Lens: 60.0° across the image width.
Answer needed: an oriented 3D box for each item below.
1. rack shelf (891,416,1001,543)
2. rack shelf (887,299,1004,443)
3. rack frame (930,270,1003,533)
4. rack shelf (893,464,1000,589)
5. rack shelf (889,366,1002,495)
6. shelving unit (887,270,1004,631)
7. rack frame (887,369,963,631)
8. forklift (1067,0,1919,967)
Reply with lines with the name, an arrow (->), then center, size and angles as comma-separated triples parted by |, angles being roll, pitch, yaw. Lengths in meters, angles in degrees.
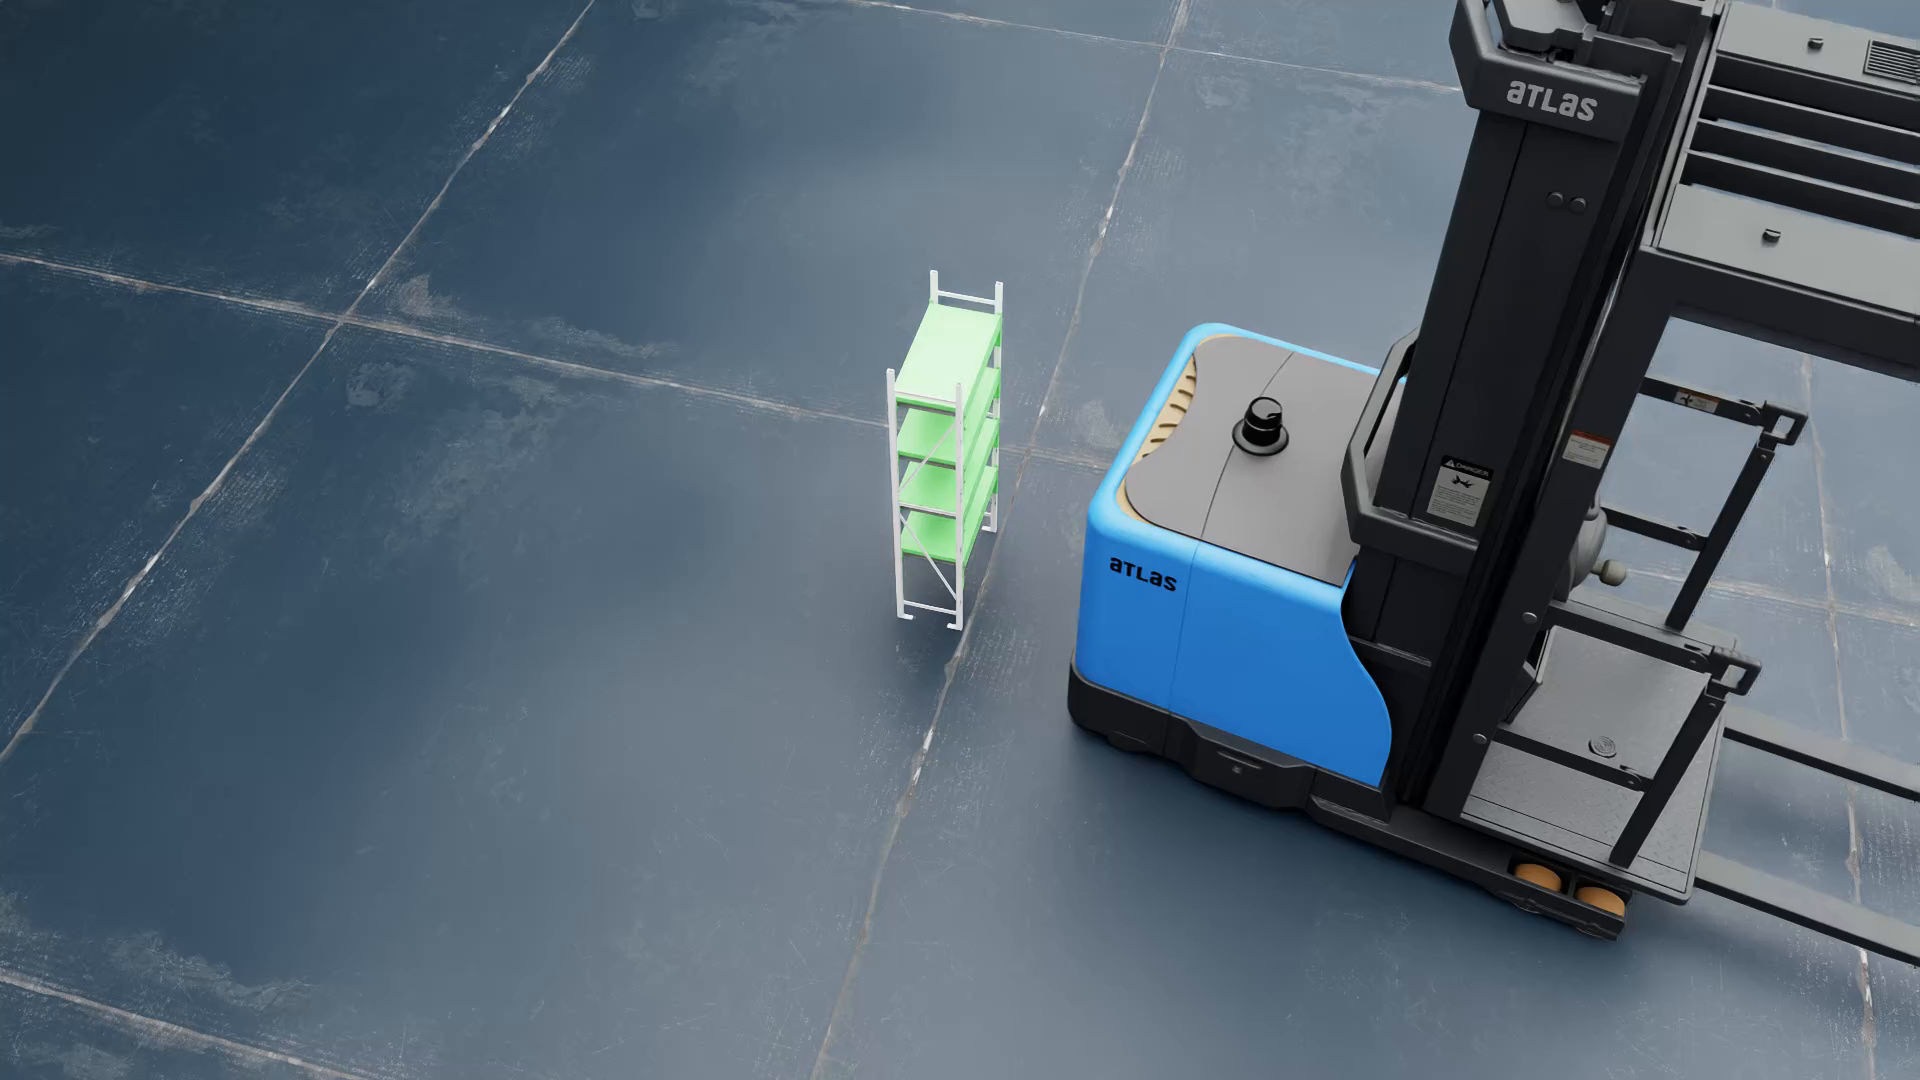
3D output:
rack shelf -> -0.044, -0.235, 5.742 | 0.258, 0.148, 0.480 | 12, 50, 10
rack shelf -> -0.044, -0.553, 5.383 | 0.258, 0.148, 0.480 | 12, 50, 10
rack frame -> 0.021, -0.454, 5.850 | 0.240, 1.200, 0.015 | 12, 50, 10
rack shelf -> -0.044, -0.076, 5.922 | 0.258, 0.148, 0.480 | 12, 50, 10
rack shelf -> -0.044, -0.394, 5.562 | 0.258, 0.148, 0.480 | 12, 50, 10
shelving unit -> -0.044, -0.277, 5.694 | 0.258, 1.200, 0.503 | 12, 50, 10
rack frame -> -0.108, -0.101, 5.539 | 0.240, 1.200, 0.015 | 12, 50, 10
forklift -> 1.924, -0.199, 4.470 | 3.031, 2.935, 1.130 | 19, 51, 16
